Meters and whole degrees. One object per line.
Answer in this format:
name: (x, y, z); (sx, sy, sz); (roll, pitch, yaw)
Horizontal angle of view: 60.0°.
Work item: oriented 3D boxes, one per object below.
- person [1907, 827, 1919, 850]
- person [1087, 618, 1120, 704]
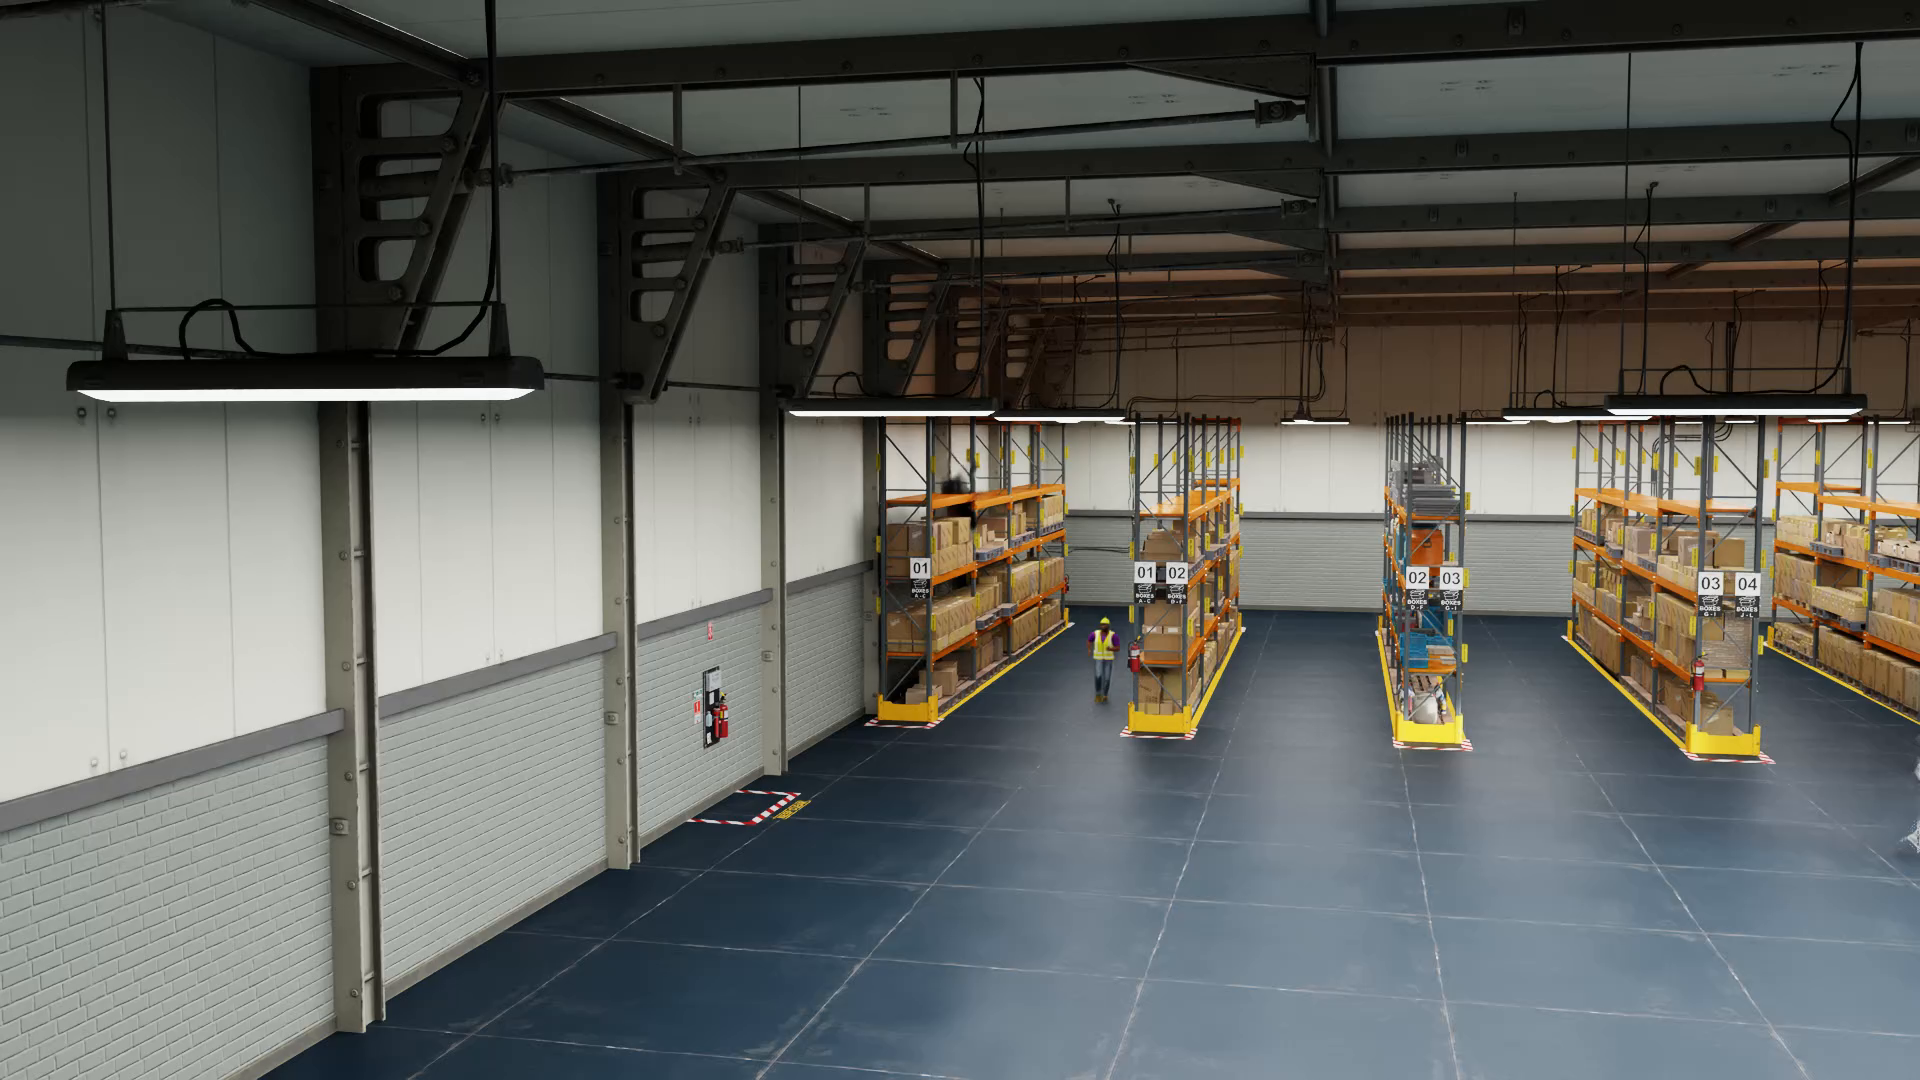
person: (12.994, 3.374, 21.841); (0.904, 1.684, 0.610); (3, 5, 39)
person: (2.982, 2.506, 34.536); (0.685, 1.785, 0.692); (0, 4, 5)
